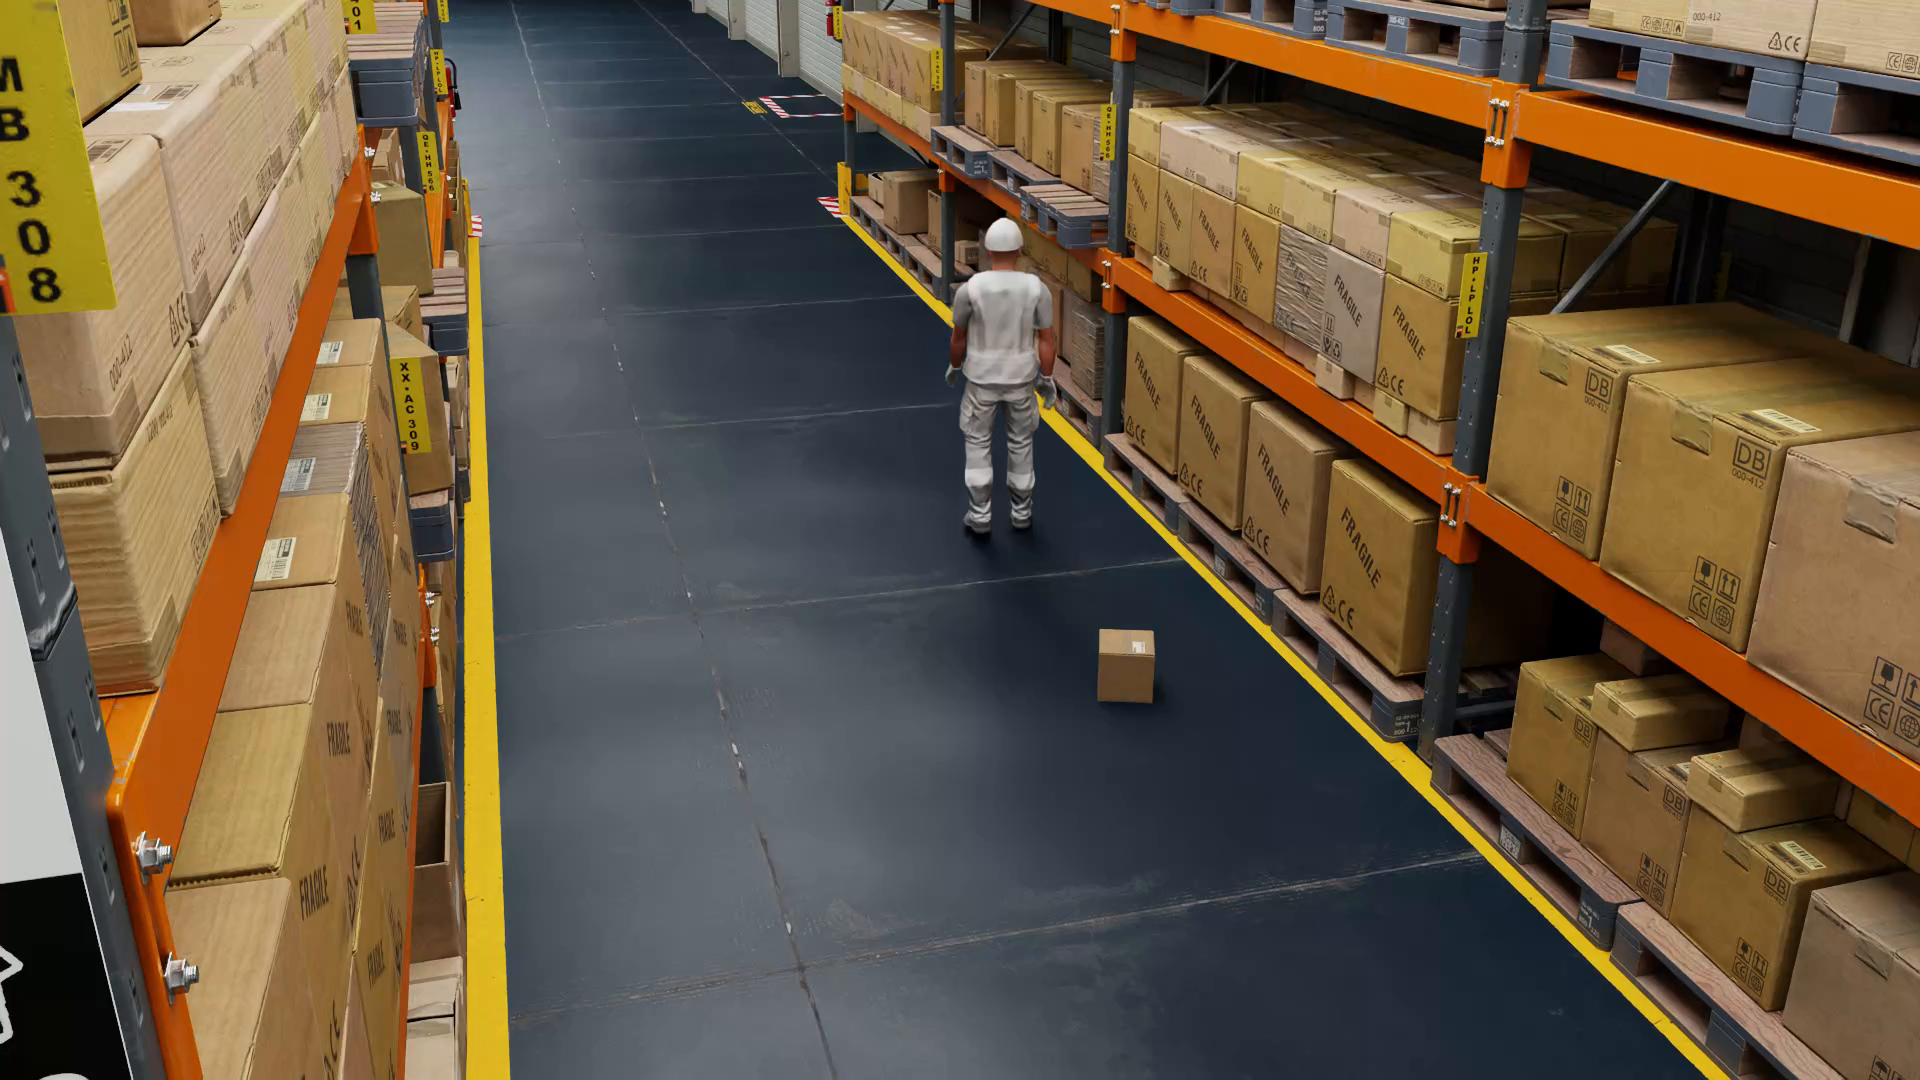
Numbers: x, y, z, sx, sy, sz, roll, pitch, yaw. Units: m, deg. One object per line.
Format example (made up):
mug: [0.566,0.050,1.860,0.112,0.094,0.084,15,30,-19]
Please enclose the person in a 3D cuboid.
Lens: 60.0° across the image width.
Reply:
person: [0.228,-0.886,9.135,0.610,1.805,0.445,-2,23,-4]
